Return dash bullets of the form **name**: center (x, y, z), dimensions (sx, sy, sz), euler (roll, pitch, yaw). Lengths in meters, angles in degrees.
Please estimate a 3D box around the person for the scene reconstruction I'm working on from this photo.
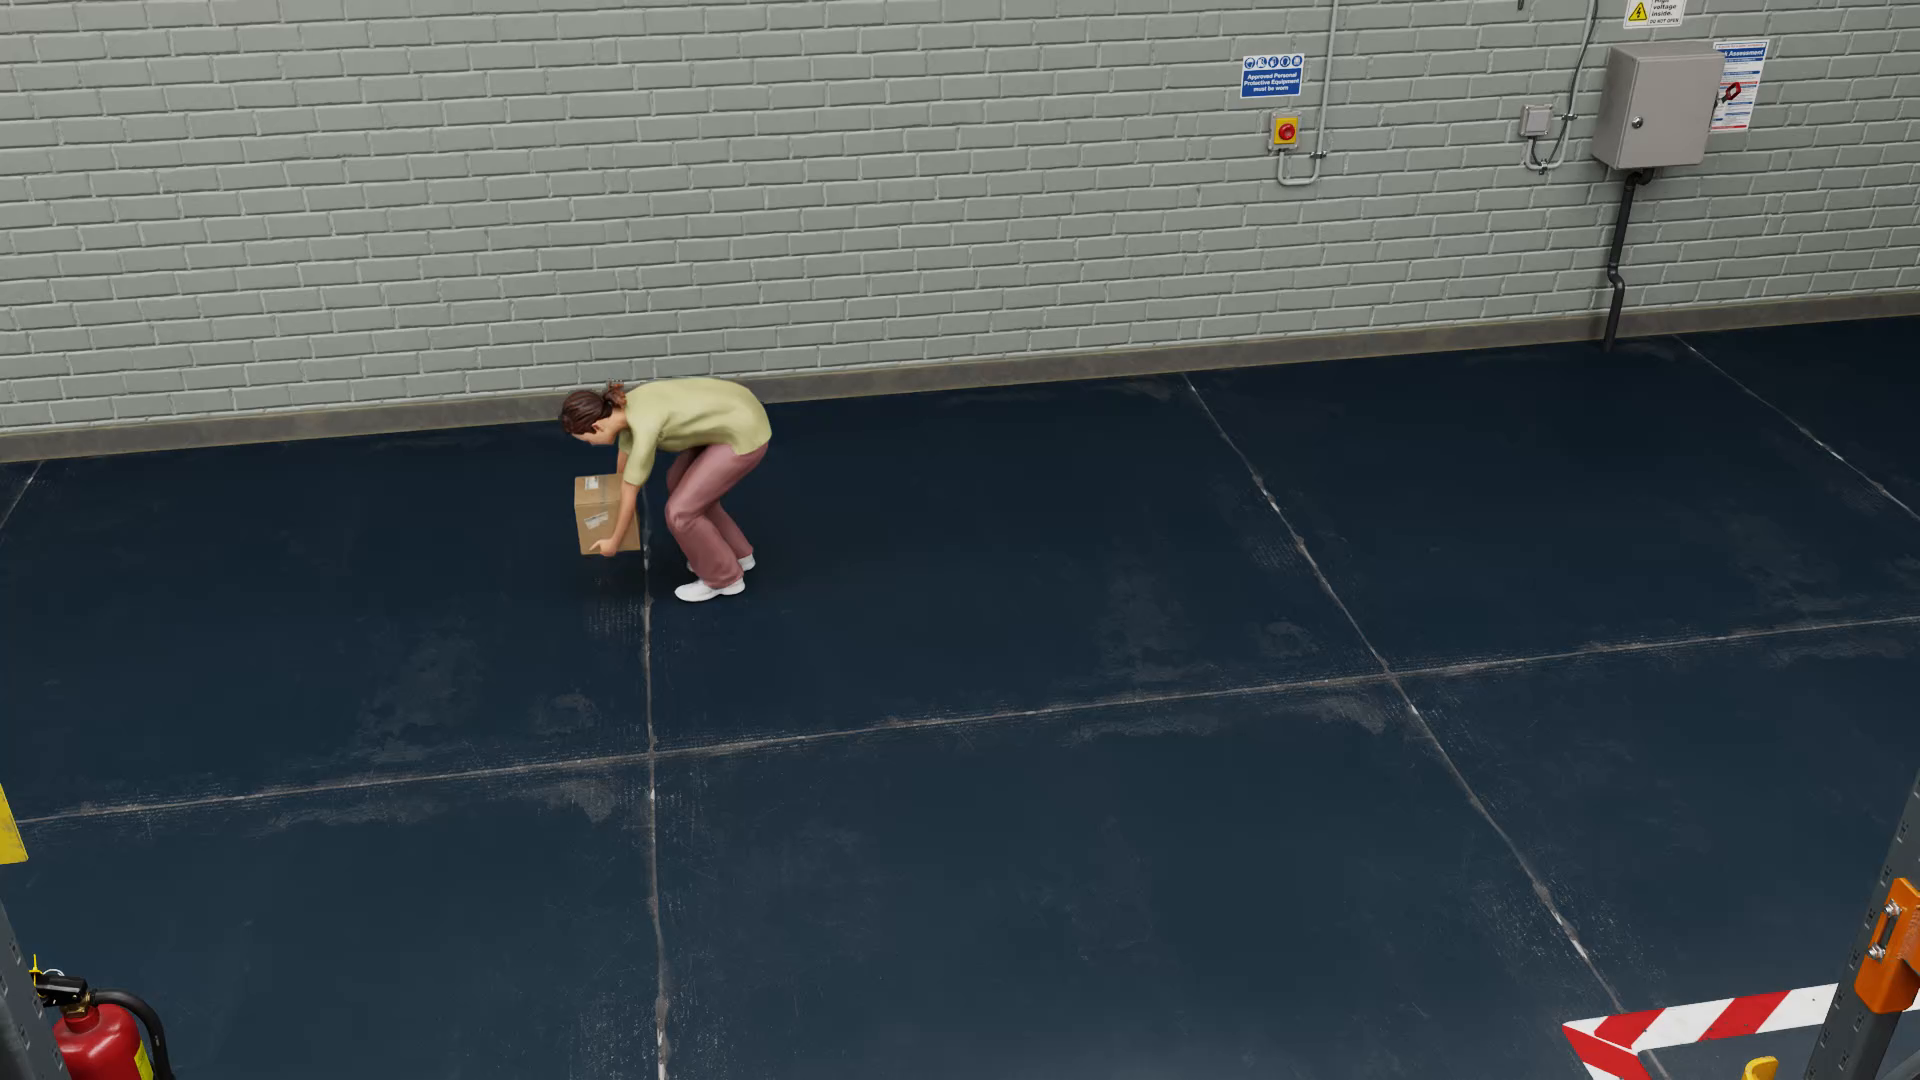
- **person**: center (-1.234, -0.237, 7.161), dimensions (0.868, 1.031, 0.455), euler (-7, 31, -11)
